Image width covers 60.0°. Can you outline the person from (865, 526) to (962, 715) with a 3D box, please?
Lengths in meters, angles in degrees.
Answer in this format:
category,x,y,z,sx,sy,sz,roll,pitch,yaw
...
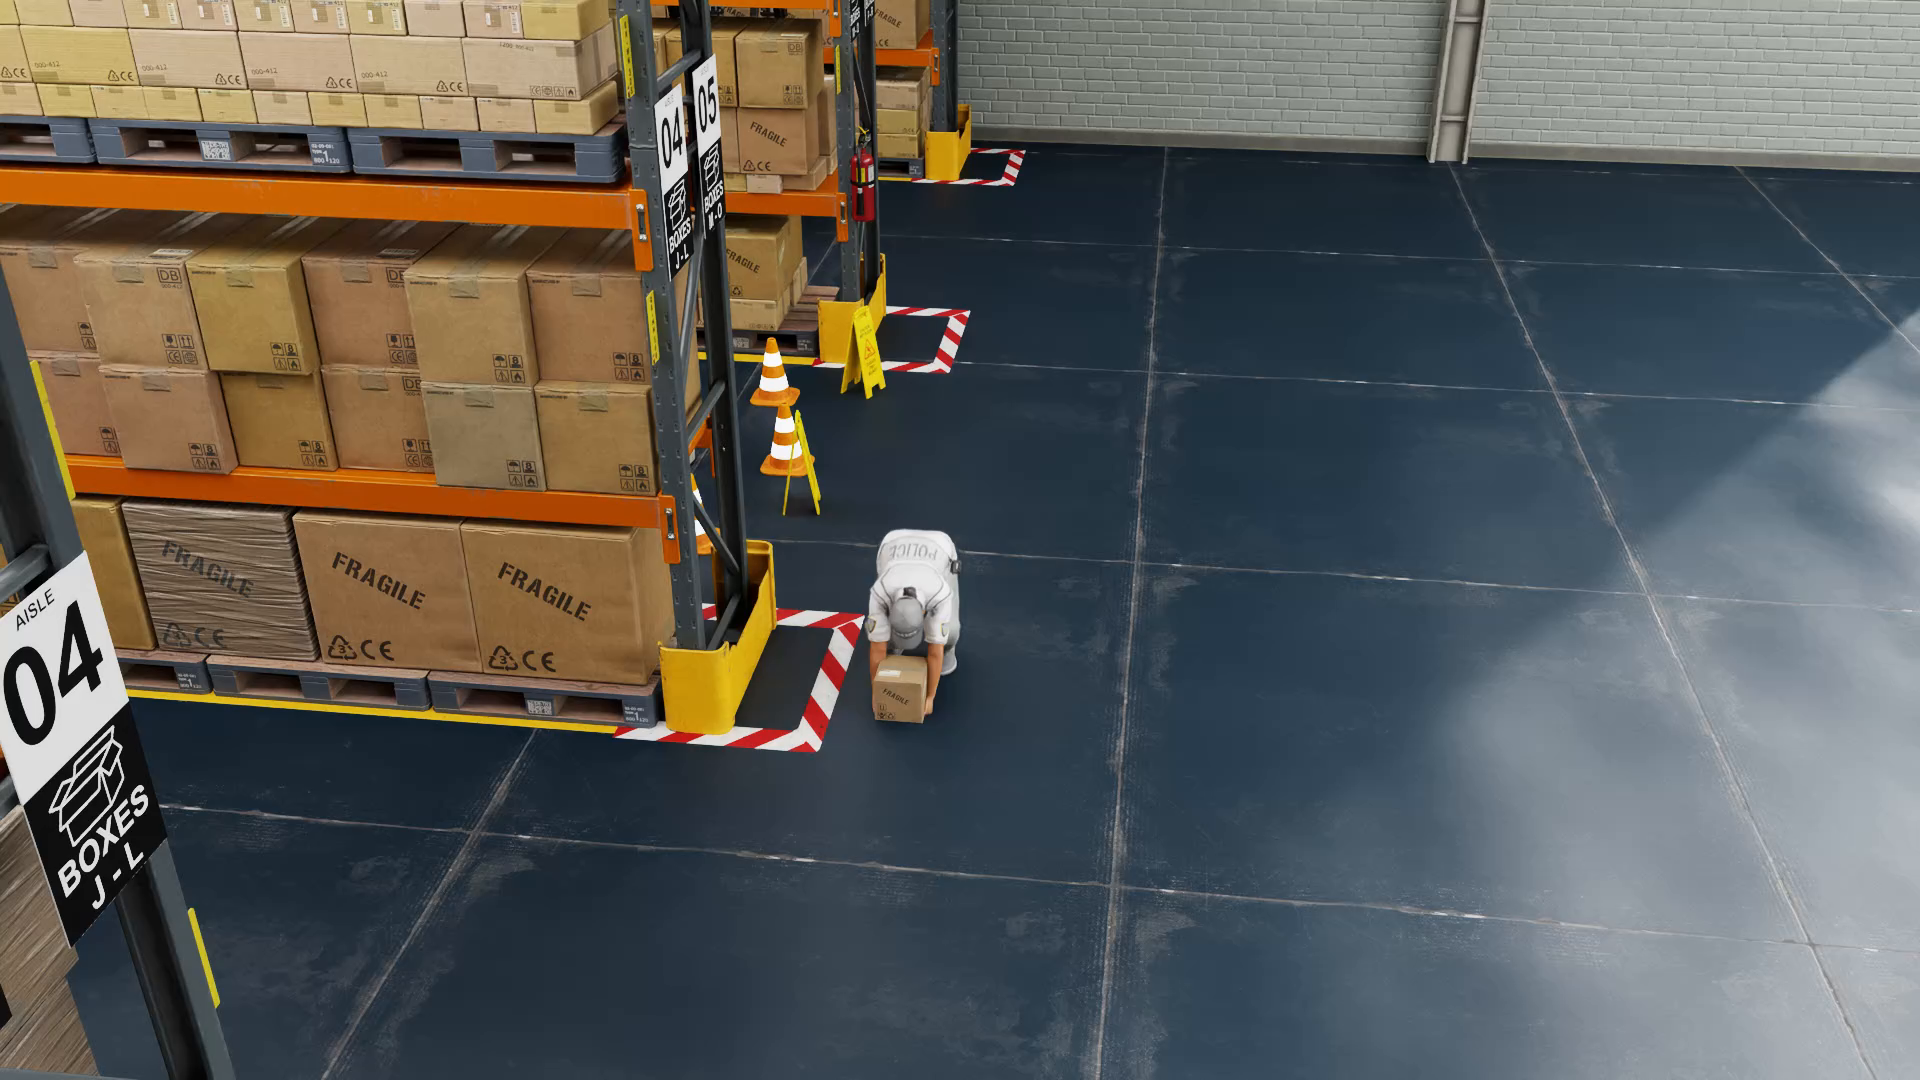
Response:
category,x,y,z,sx,sy,sz,roll,pitch,yaw
person,-0.245,0.404,8.833,0.513,0.785,0.942,3,29,6
